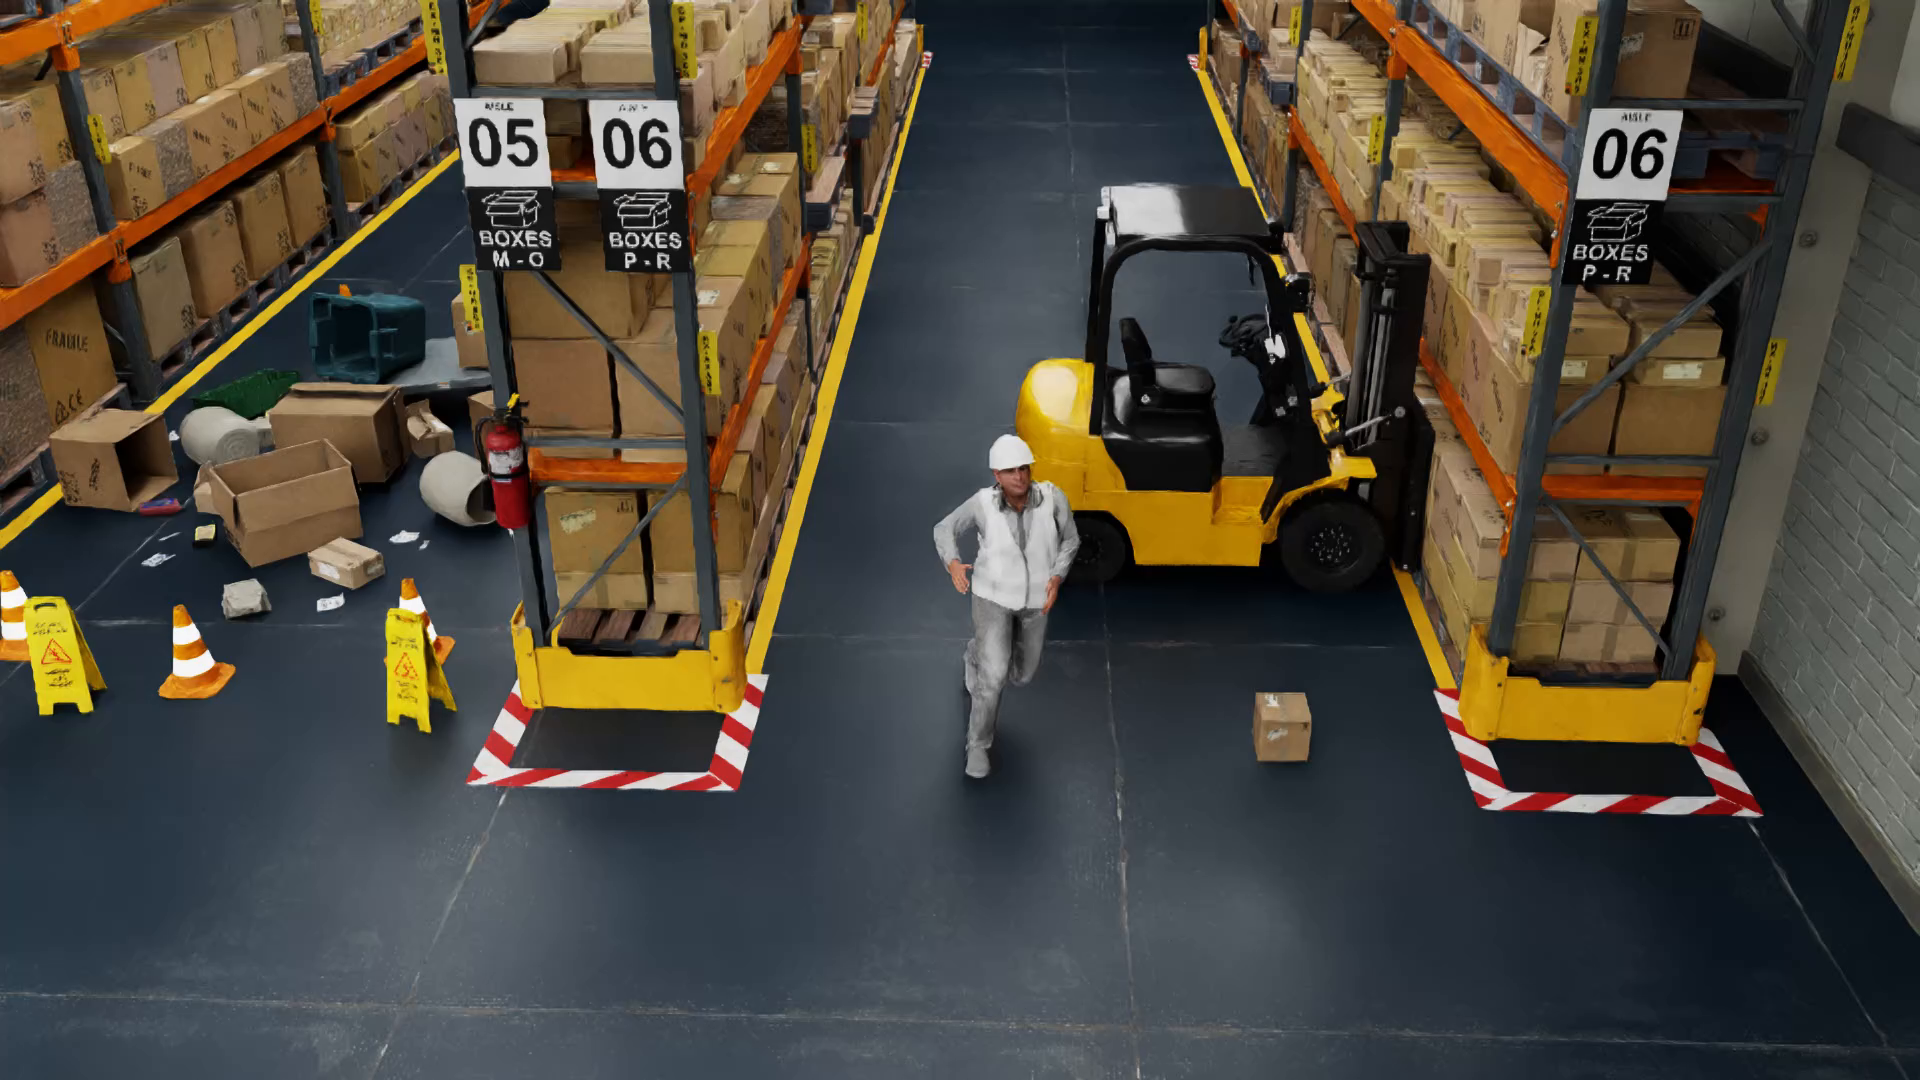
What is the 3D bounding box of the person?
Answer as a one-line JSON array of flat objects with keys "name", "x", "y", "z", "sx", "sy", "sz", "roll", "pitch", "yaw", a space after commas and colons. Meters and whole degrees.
[{"name": "person", "x": 0.240, "y": 0.245, "z": 8.276, "sx": 0.727, "sy": 1.633, "sz": 0.937, "roll": -10, "pitch": 29, "yaw": -18}]
